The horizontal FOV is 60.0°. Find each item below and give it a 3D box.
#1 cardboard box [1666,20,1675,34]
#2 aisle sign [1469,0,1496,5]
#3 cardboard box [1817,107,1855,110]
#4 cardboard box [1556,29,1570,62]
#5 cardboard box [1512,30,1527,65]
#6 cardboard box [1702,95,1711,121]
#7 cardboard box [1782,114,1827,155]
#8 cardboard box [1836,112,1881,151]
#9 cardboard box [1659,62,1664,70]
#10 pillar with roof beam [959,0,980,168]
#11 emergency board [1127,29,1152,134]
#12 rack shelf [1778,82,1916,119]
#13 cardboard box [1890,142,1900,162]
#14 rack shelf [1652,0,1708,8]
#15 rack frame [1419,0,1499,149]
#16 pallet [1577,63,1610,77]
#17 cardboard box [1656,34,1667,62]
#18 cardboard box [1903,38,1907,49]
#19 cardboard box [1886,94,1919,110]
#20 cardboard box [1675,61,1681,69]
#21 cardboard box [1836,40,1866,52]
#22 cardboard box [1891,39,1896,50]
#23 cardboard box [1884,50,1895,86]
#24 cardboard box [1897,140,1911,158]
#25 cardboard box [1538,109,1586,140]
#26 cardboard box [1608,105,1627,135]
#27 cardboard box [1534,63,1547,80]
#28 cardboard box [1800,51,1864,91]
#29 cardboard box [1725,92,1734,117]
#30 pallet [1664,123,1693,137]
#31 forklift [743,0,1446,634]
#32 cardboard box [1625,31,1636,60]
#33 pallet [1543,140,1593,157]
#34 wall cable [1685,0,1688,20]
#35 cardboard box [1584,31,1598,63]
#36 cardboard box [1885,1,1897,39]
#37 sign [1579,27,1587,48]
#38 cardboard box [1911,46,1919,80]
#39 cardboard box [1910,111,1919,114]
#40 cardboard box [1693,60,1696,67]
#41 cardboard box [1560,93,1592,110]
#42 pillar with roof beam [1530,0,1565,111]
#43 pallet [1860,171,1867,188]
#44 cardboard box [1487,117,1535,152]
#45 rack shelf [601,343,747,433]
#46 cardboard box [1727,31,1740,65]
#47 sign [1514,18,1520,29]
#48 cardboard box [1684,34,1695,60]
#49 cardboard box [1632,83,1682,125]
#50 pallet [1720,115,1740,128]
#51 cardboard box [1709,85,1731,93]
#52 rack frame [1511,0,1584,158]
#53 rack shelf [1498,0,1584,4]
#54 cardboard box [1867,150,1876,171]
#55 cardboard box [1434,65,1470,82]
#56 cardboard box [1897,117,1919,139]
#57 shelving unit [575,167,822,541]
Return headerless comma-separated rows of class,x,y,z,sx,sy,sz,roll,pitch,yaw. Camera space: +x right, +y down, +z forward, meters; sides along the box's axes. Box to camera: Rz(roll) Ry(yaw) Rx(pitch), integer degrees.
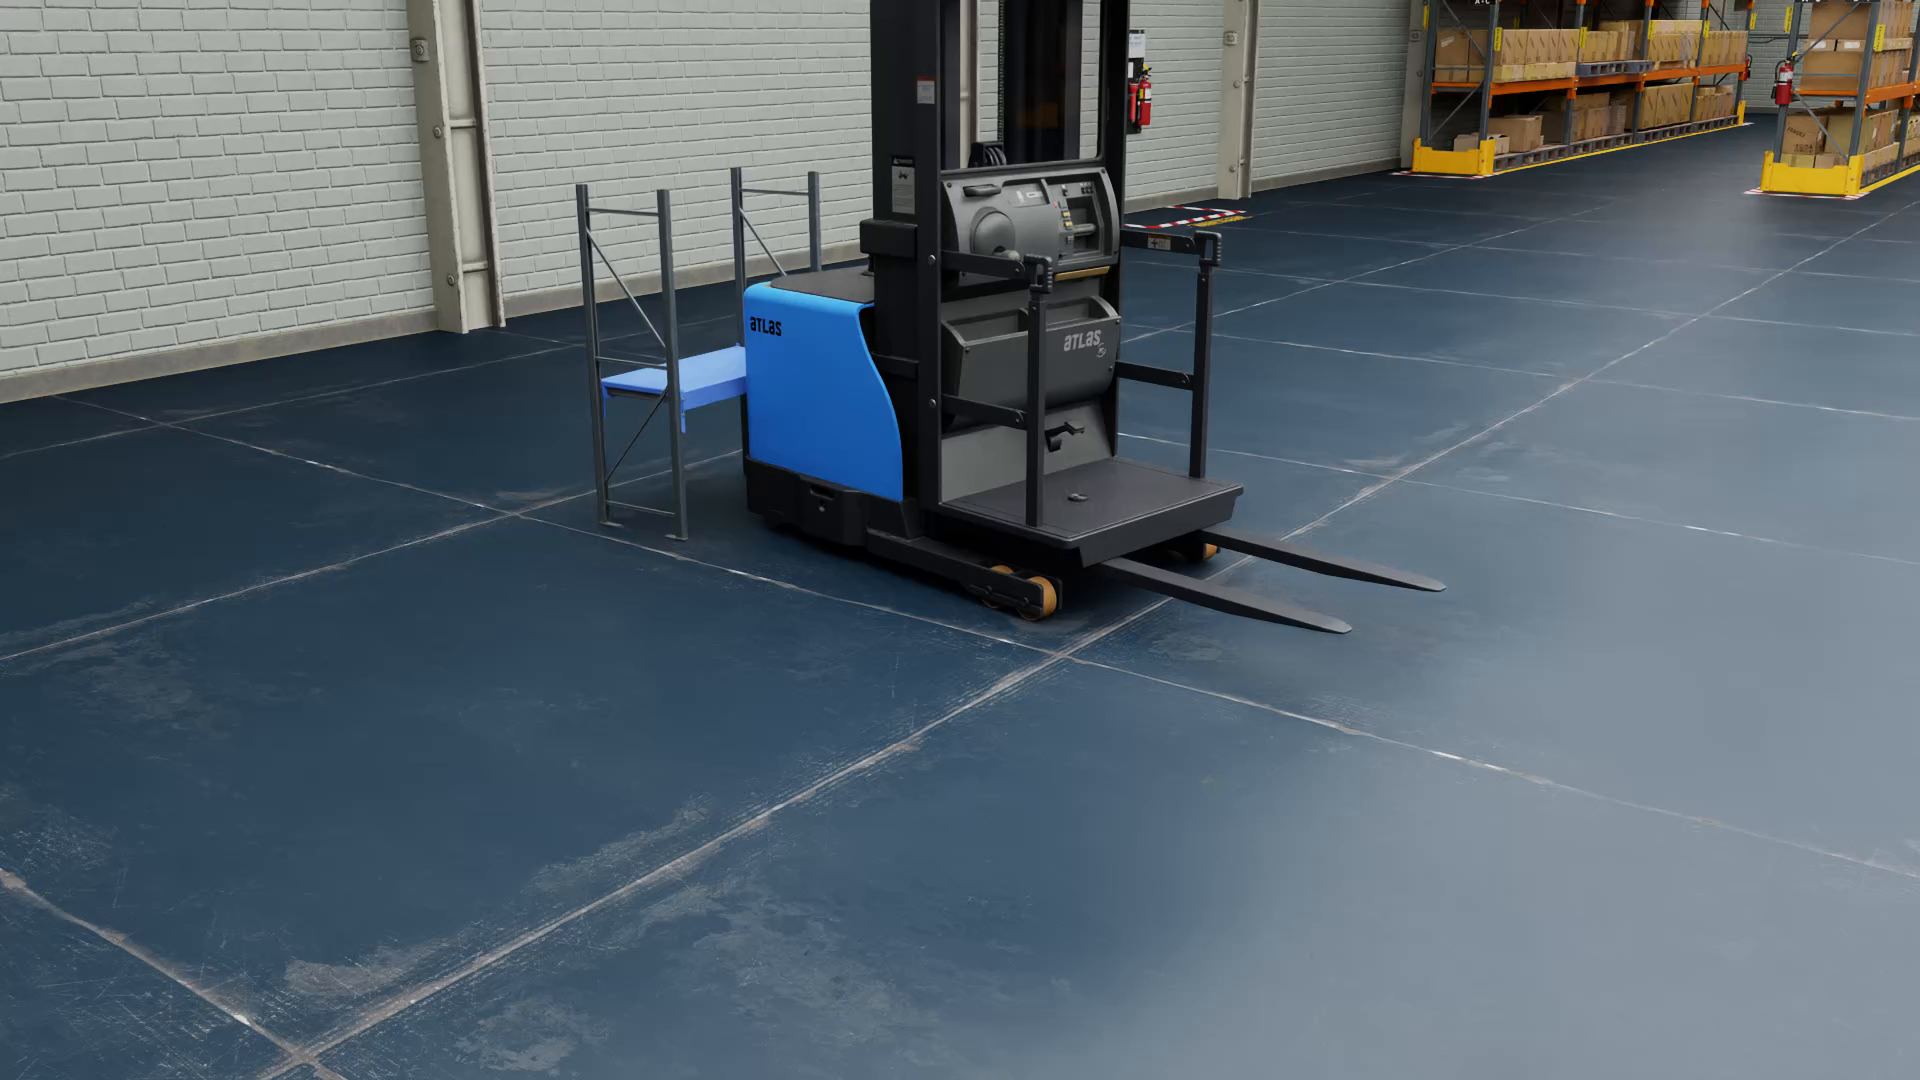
cardboard box,13.245,-9.745,31.600,0.500,0.250,0.500,13,21,35
aisle sign,7.585,-8.143,24.026,0.394,0.787,0.004,12,21,35
cardboard box,12.931,-6.120,24.558,0.500,0.500,0.500,12,21,35
cardboard box,9.444,-7.934,26.689,0.500,0.500,0.500,12,21,34
cardboard box,8.215,-7.445,25.114,0.500,0.500,0.500,12,21,35
cardboard box,15.367,-9.116,35.048,0.700,0.500,0.500,12,21,34
cardboard box,11.448,-5.523,22.636,0.500,0.500,0.500,12,21,35
cardboard box,12.449,-5.672,23.116,0.500,0.500,0.500,12,21,35
cardboard box,13.280,-9.116,31.931,0.380,0.149,0.250,13,21,36
pillar with roof beam,3.416,-6.538,13.123,9.100,9.000,0.400,12,21,35
emergency board,2.031,-5.281,19.191,0.194,1.169,0.643,12,21,35
rack shelf,12.559,-6.230,23.462,1.077,0.370,4.000,12,21,35
cardboard box,13.650,-5.789,24.755,0.500,0.250,0.500,12,21,35
rack shelf,13.345,-10.443,31.969,1.077,0.370,4.000,12,21,35
rack frame,7.387,-6.972,24.637,1.000,3.000,0.127,12,21,35
pallet,10.342,-7.990,28.237,1.003,0.211,1.213,12,21,35
cardboard box,12.968,-9.270,31.334,0.500,0.500,0.500,13,22,36
cardboard box,13.458,-7.184,24.057,0.380,0.149,0.250,12,21,33
cardboard box,16.533,-7.656,29.048,0.500,0.250,0.500,13,22,37
cardboard box,13.932,-9.351,32.689,0.380,0.149,0.250,12,21,35
cardboard box,11.774,-6.511,21.889,0.380,0.149,0.250,12,21,34
cardboard box,12.847,-6.939,23.269,0.380,0.149,0.250,13,22,36
cardboard box,12.880,-6.746,23.740,0.700,0.500,0.500,13,21,35
cardboard box,14.190,-5.990,25.403,0.500,0.250,0.500,12,21,33
cardboard box,10.463,-7.251,29.010,0.700,0.500,0.500,12,21,34
cardboard box,11.766,-7.713,30.497,0.700,0.500,0.500,13,21,35
cardboard box,8.842,-7.337,26.030,0.500,0.250,0.500,13,21,35
cardboard box,11.656,-6.254,22.157,0.700,0.500,0.500,12,21,35
cardboard box,16.583,-9.605,36.624,0.700,0.500,0.500,12,21,35
pallet,14.138,-8.301,33.620,1.003,0.211,1.213,12,21,35
forklift,0.441,-1.268,6.384,1.130,2.935,3.031,-16,24,-42
cardboard box,11.881,-9.022,30.327,0.700,0.500,0.500,10,20,28
pallet,10.233,-6.779,28.717,1.003,0.211,1.213,12,21,35
wall cable,16.923,-11.740,38.279,0.084,1.984,1.851,12,21,35
cardboard box,10.439,-8.430,28.421,0.700,0.500,0.500,15,23,40
cardboard box,12.594,-7.252,23.183,0.700,0.500,0.500,12,21,35
sign,10.210,-8.244,27.274,0.100,0.325,0.005,12,21,35
cardboard box,15.147,-7.648,26.646,0.500,0.500,0.500,11,20,32
cardboard box,15.715,-6.865,27.275,0.500,0.311,0.500,12,21,34
cardboard box,14.563,-9.589,33.455,0.380,0.149,0.250,13,21,35
cardboard box,10.762,-7.708,29.214,0.500,0.250,0.500,12,21,33
pillar with roof beam,14.142,-10.825,26.929,9.100,9.000,0.400,12,21,35
pallet,11.789,-4.956,22.845,1.003,0.211,1.213,12,21,35
cardboard box,8.688,-6.439,26.394,0.700,0.500,0.500,11,20,31
rack shelf,-1.133,-0.708,7.600,0.538,0.185,1.000,10,20,31
cardboard box,16.200,-10.628,35.903,0.980,0.700,0.700,12,21,34
sign,9.322,-8.575,27.847,0.100,0.325,0.005,12,21,35
cardboard box,14.168,-9.752,32.885,0.500,0.500,0.500,13,21,35
cardboard box,13.727,-8.614,32.842,0.750,0.750,0.750,13,22,36
pallet,16.507,-9.247,36.665,1.003,0.211,1.213,12,21,35
cardboard box,16.501,-9.791,36.129,0.380,0.149,0.250,13,22,36
rack frame,9.770,-7.925,27.705,1.000,3.000,0.127,12,21,35
rack shelf,8.578,-8.537,25.833,1.077,0.370,4.000,12,21,35
cardboard box,12.459,-5.312,23.220,0.500,0.250,0.500,12,21,35
cardboard box,7.510,-7.056,25.125,0.500,0.250,0.500,13,21,35
cardboard box,14.499,-6.378,25.708,0.500,0.311,0.500,12,21,34
shelving unit,-1.134,-0.880,7.547,0.538,1.500,1.048,10,20,31
